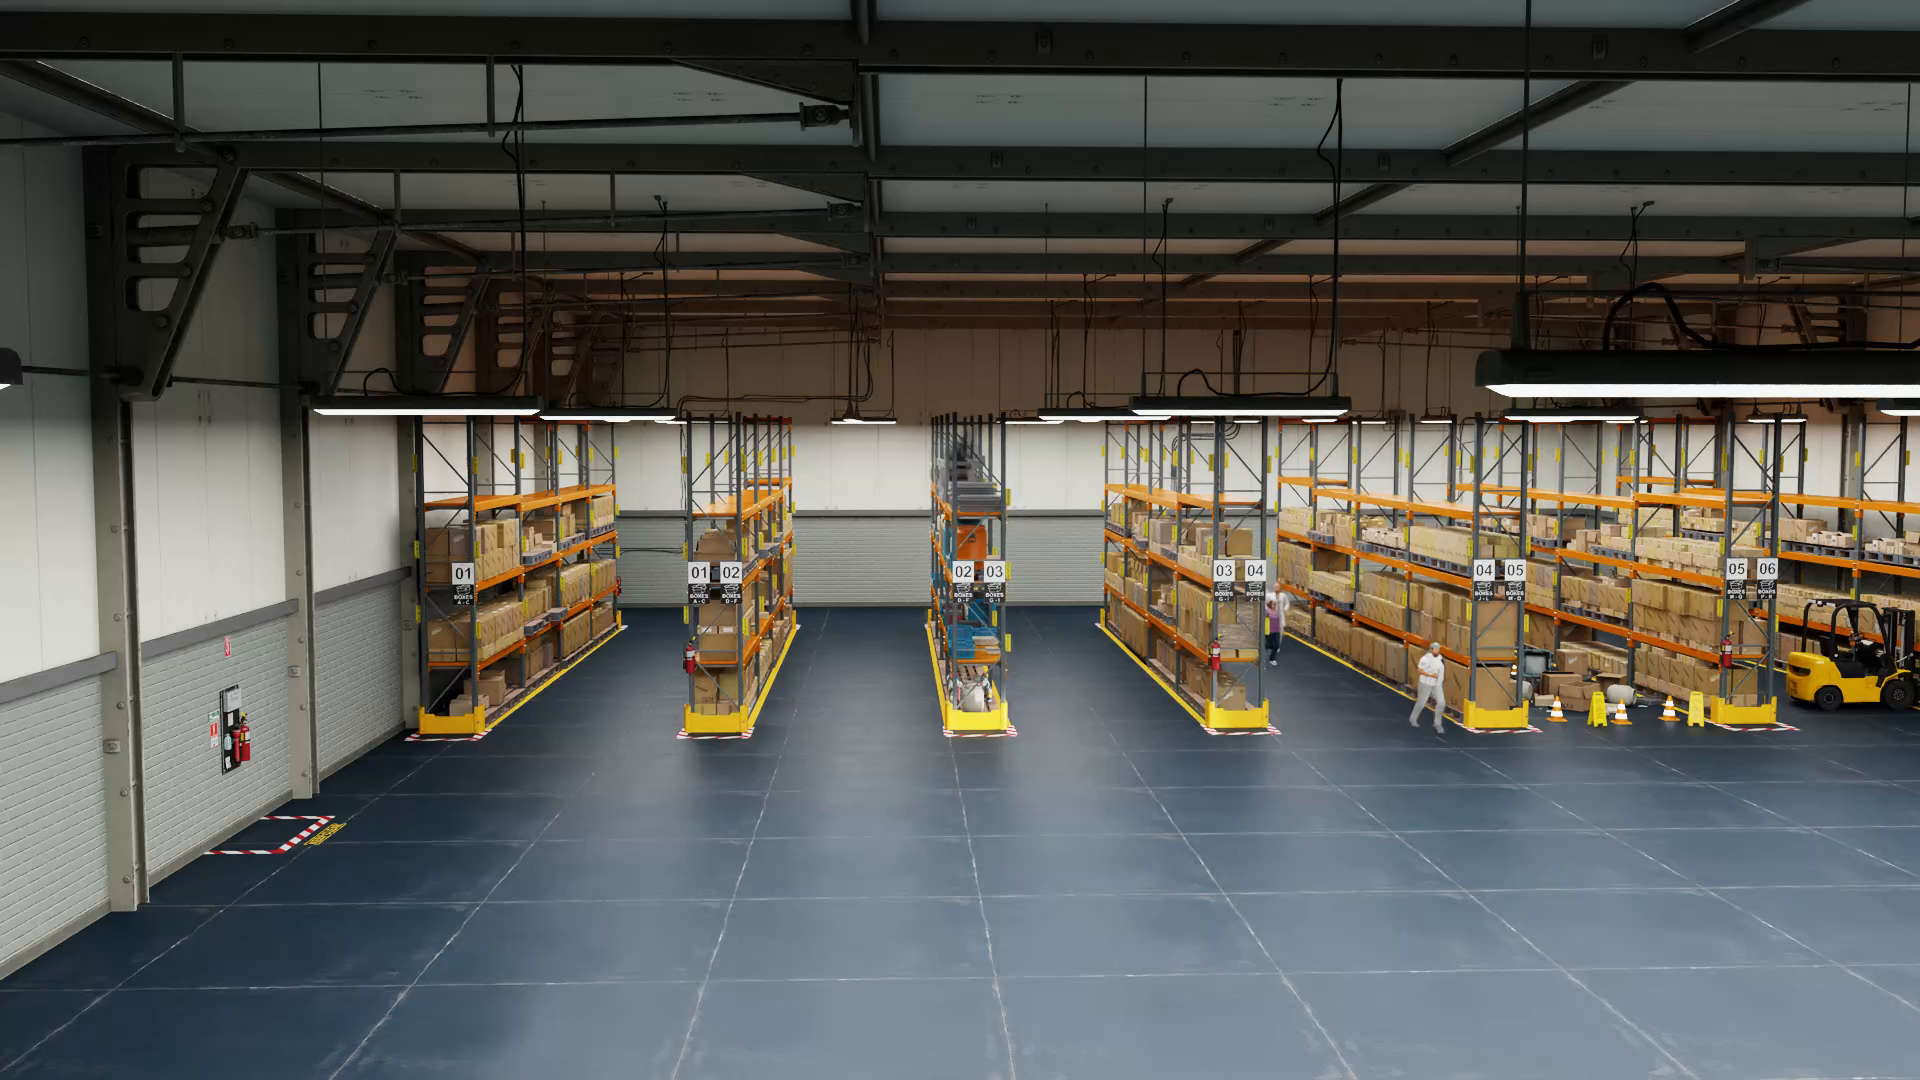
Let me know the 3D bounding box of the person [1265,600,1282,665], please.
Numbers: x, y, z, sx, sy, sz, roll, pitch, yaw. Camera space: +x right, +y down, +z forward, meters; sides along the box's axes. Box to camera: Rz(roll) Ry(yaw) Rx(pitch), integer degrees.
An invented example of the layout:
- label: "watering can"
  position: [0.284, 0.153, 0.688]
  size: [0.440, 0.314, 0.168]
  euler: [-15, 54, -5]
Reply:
- label: "person"
  position: [7.520, 2.222, 40.153]
  size: [0.537, 1.561, 0.590]
  euler: [-1, 4, -18]

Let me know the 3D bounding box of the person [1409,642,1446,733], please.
- label: "person"
  position: [8.891, 2.772, 31.410]
  size: [0.611, 1.719, 0.762]
  euler: [-1, 4, -16]

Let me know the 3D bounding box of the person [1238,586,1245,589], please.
- label: "person"
  position: [7.917, 1.602, 48.049]
  size: [0.720, 1.695, 0.849]
  euler: [3, 5, 39]

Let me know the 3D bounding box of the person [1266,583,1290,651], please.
- label: "person"
  position: [8.106, 1.971, 42.600]
  size: [0.721, 1.733, 0.635]
  euler: [0, 4, -3]
